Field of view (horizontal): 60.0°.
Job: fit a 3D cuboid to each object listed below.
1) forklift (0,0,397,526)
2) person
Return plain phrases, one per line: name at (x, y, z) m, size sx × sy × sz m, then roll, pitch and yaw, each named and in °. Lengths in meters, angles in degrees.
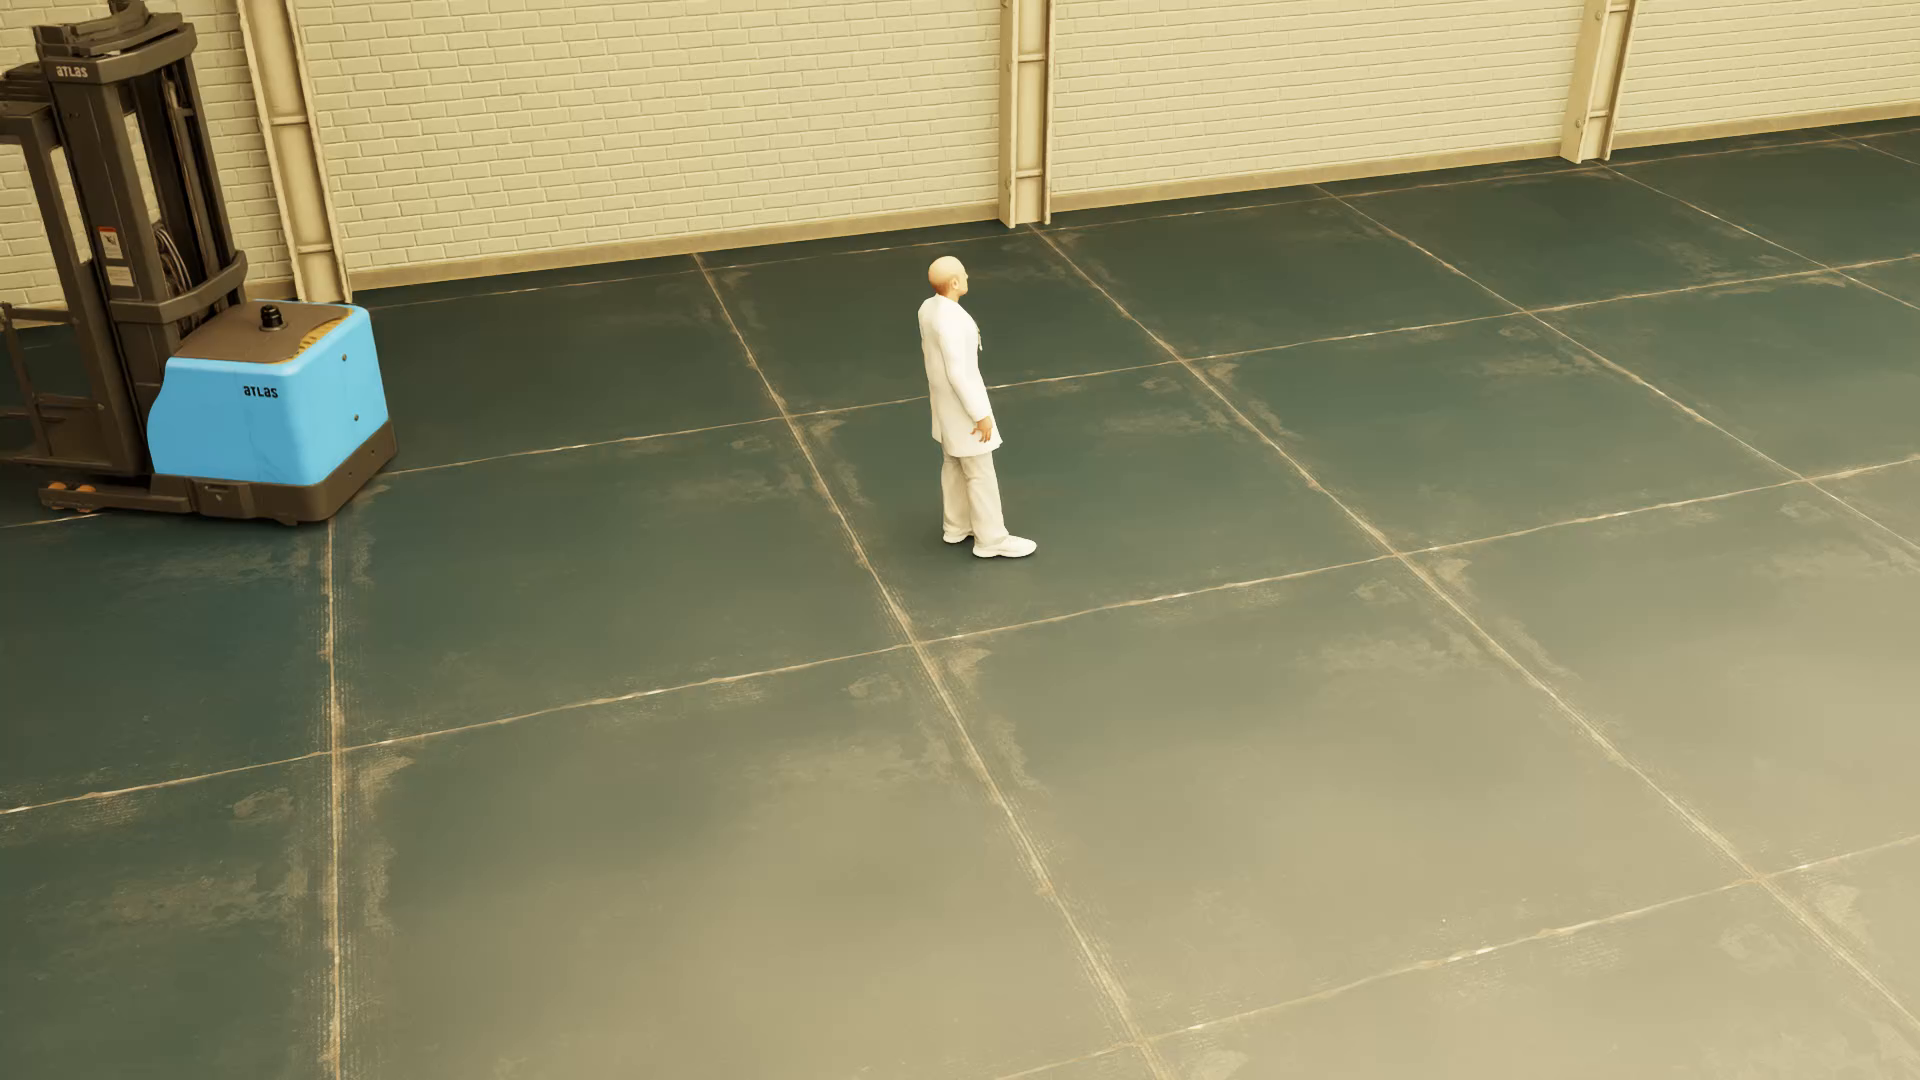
forklift at (-5.251, -1.695, 10.033) m, size 3.031 × 2.935 × 1.130 m, roll 5°, pitch 30°, yaw 8°
person at (0.087, -0.789, 9.600) m, size 0.581 × 1.776 × 0.696 m, roll -10°, pitch 31°, yaw -16°
